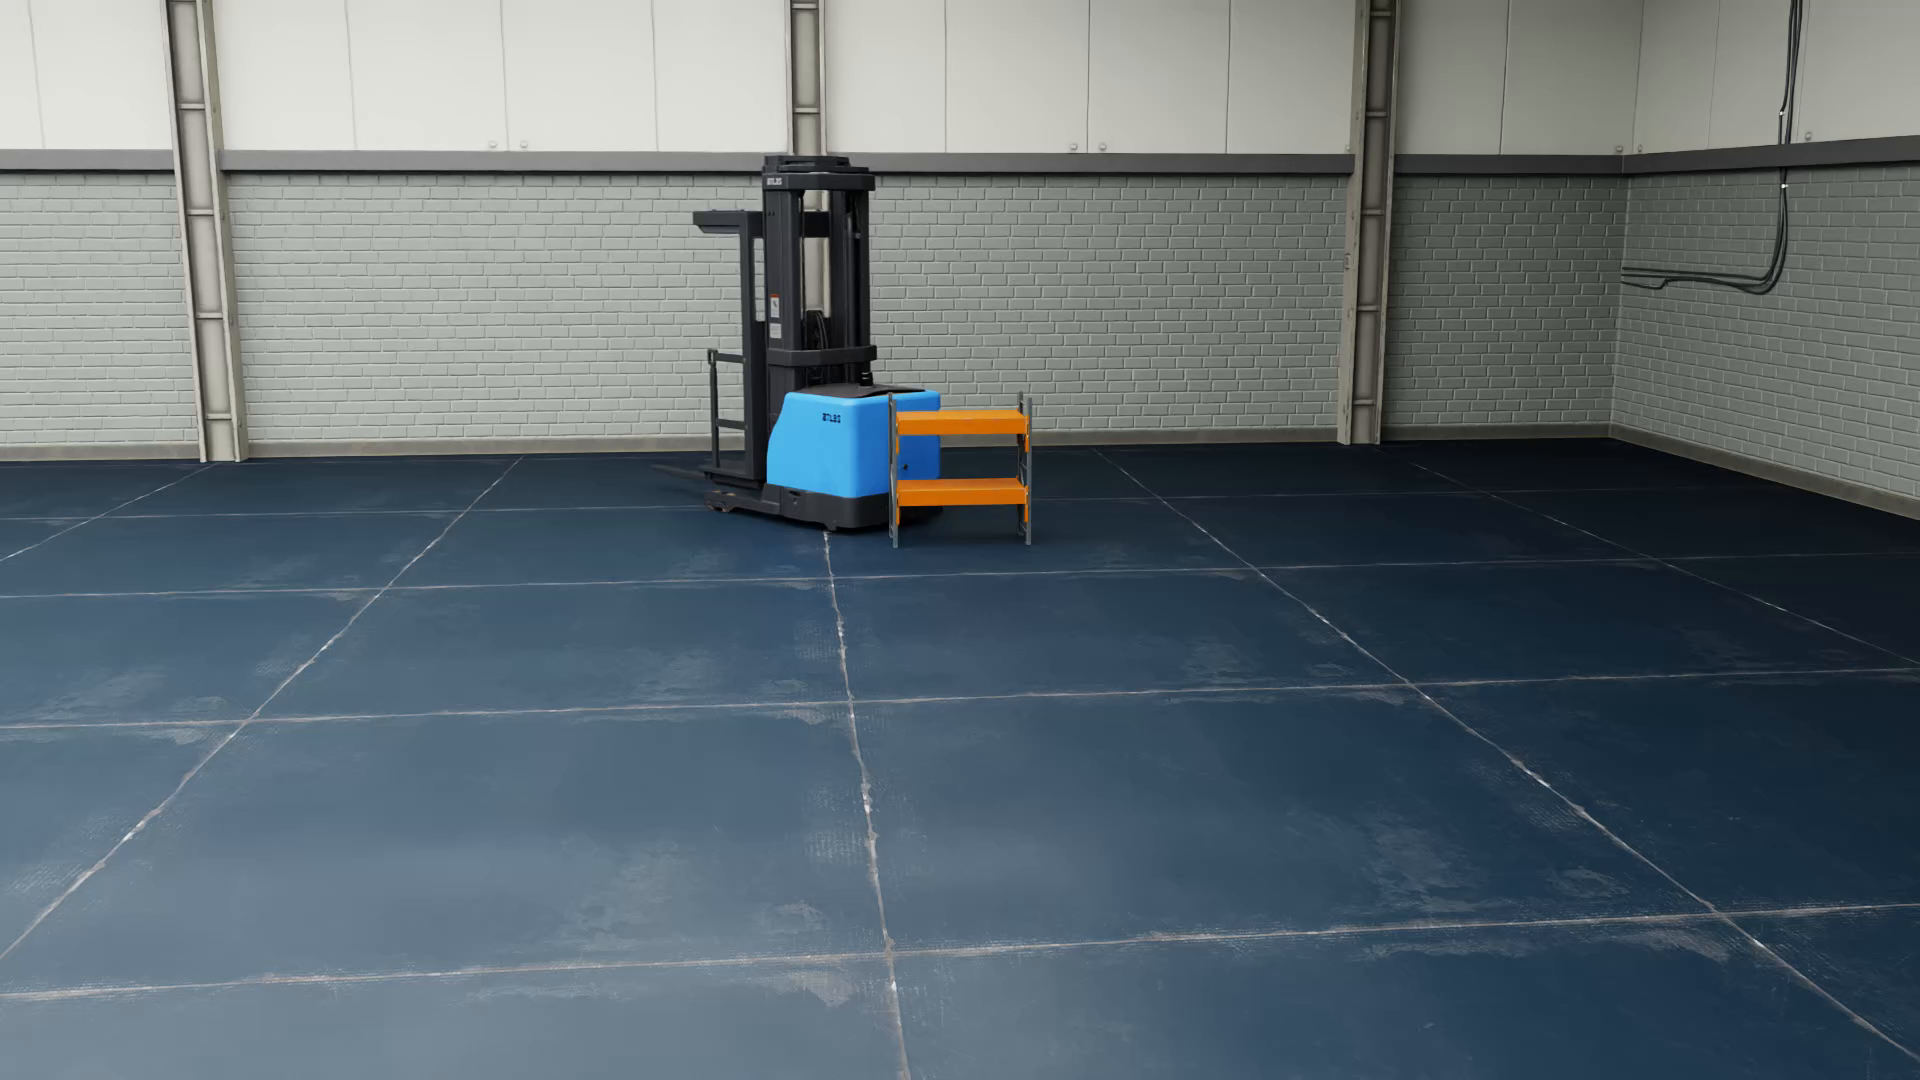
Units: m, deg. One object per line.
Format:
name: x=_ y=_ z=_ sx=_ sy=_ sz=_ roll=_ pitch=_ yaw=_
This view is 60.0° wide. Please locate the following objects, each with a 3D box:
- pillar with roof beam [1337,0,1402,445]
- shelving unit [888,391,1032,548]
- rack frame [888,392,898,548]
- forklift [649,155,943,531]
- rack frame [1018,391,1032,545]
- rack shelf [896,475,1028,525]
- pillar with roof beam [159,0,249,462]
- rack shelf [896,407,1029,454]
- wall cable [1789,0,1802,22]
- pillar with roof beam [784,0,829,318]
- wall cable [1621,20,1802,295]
pillar with roof beam: x=4.856 y=-4.665 z=13.268 sx=0.400 sy=9.000 sz=9.100 roll=-1 pitch=11 yaw=-6
shelving unit: x=-0.007 y=-0.552 z=12.759 sx=1.048 sy=1.125 sz=0.538 roll=-1 pitch=11 yaw=-6
rack frame: x=-0.512 y=-0.541 z=12.705 sx=0.032 sy=1.125 sz=0.500 roll=-1 pitch=11 yaw=-6
forklift: x=-1.534 y=-1.730 z=14.071 sx=1.130 sy=2.935 sz=3.031 roll=-11 pitch=15 yaw=-43
rack frame: x=0.499 y=-0.562 z=12.813 sx=0.032 sy=1.125 sz=0.500 roll=-1 pitch=11 yaw=-6
rack shelf: x=-0.007 y=-0.312 z=12.806 sx=1.000 sy=0.278 sz=0.538 roll=-1 pitch=11 yaw=-6
pillar with roof beam: x=-7.074 y=-4.415 z=11.996 sx=0.400 sy=9.000 sz=9.100 roll=-1 pitch=11 yaw=-6
rack shelf: x=-0.007 y=-0.839 z=12.702 sx=1.000 sy=0.278 sz=0.538 roll=-1 pitch=11 yaw=-6
wall cable: x=7.755 y=-5.734 z=13.663 sx=0.112 sy=2.526 sz=3.097 roll=-1 pitch=11 yaw=-6
pillar with roof beam: x=-1.109 y=-4.540 z=12.632 sx=0.400 sy=9.000 sz=9.100 roll=-1 pitch=11 yaw=-6
wall cable: x=7.462 y=-3.775 z=16.789 sx=0.112 sy=2.526 sz=3.097 roll=-1 pitch=11 yaw=-6
